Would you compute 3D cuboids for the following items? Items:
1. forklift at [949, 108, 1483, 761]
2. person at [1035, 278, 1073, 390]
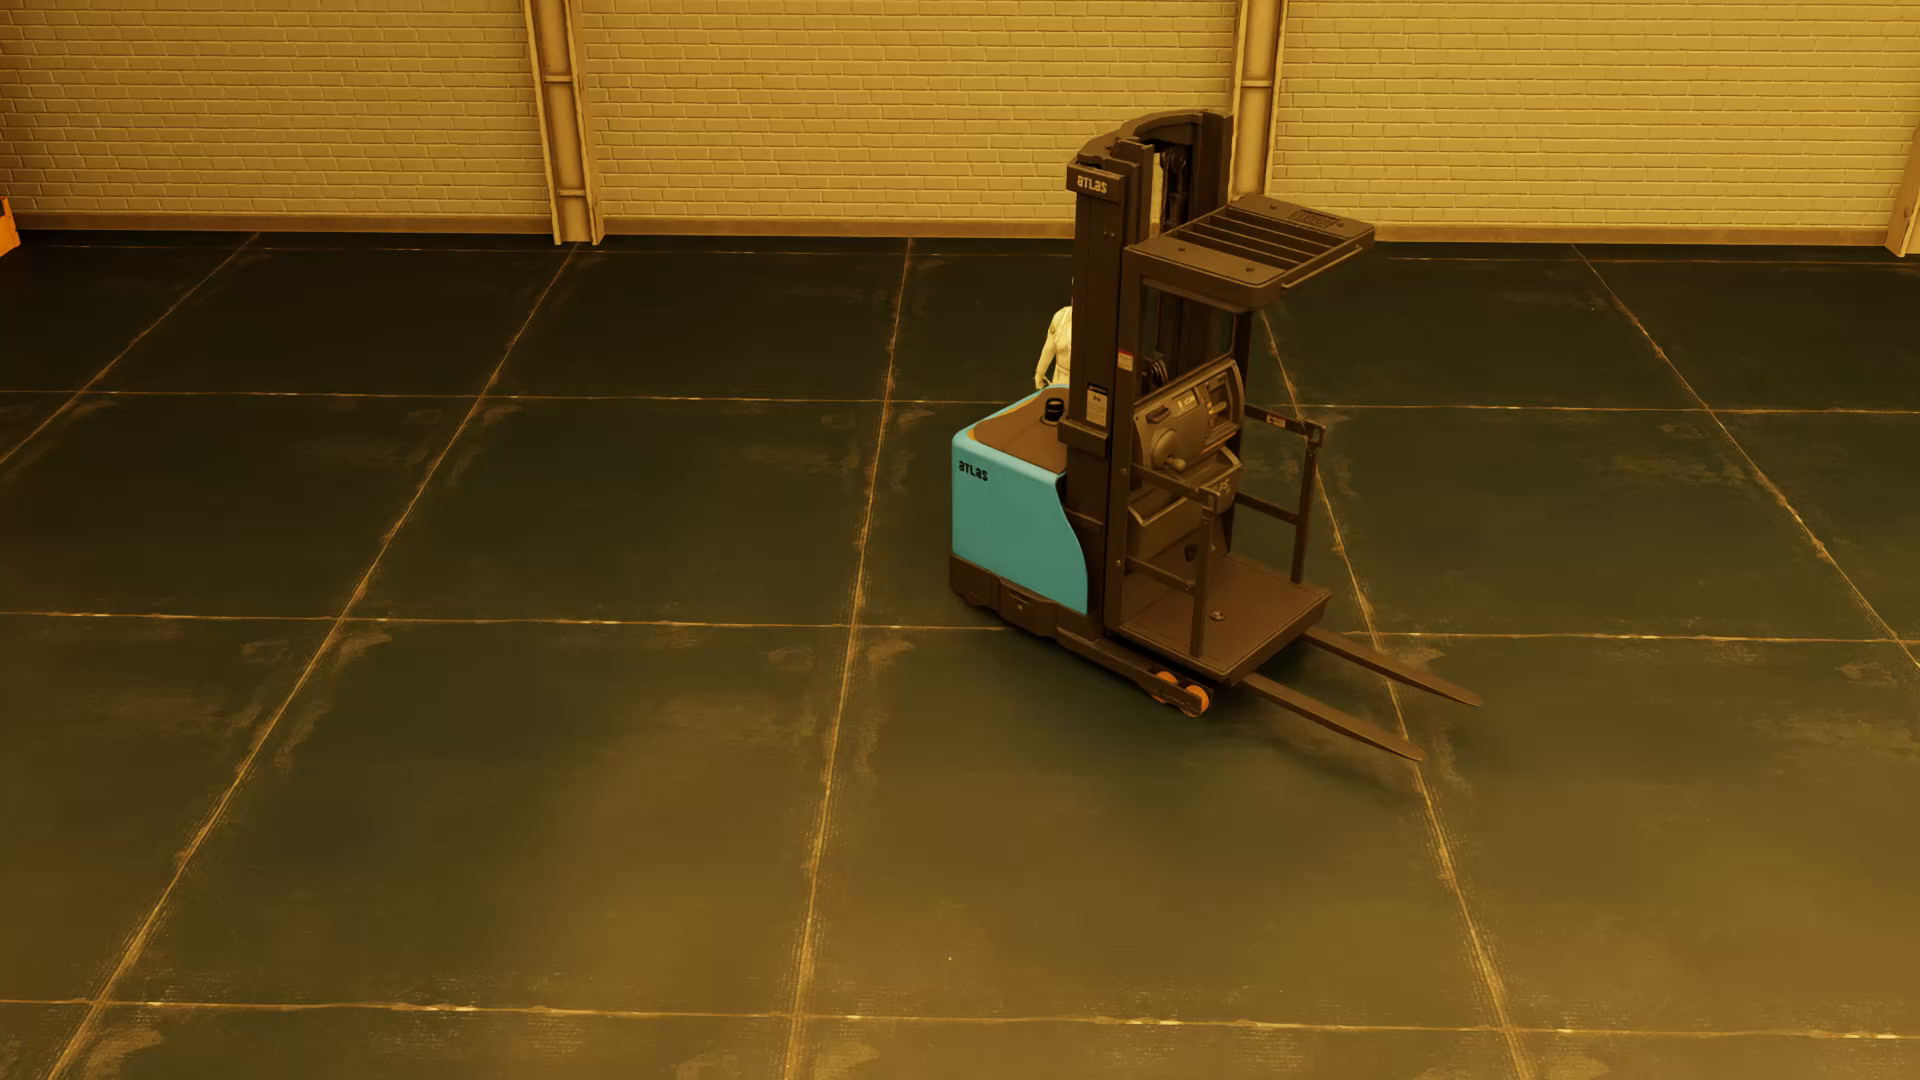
[{"bbox_3d":[1.372,-0.619,8.664,3.031,2.935,1.130,24,38,35],"label":"forklift"},{"bbox_3d":[0.785,-0.913,10.485,0.809,1.642,0.417,21,36,31],"label":"person"}]
